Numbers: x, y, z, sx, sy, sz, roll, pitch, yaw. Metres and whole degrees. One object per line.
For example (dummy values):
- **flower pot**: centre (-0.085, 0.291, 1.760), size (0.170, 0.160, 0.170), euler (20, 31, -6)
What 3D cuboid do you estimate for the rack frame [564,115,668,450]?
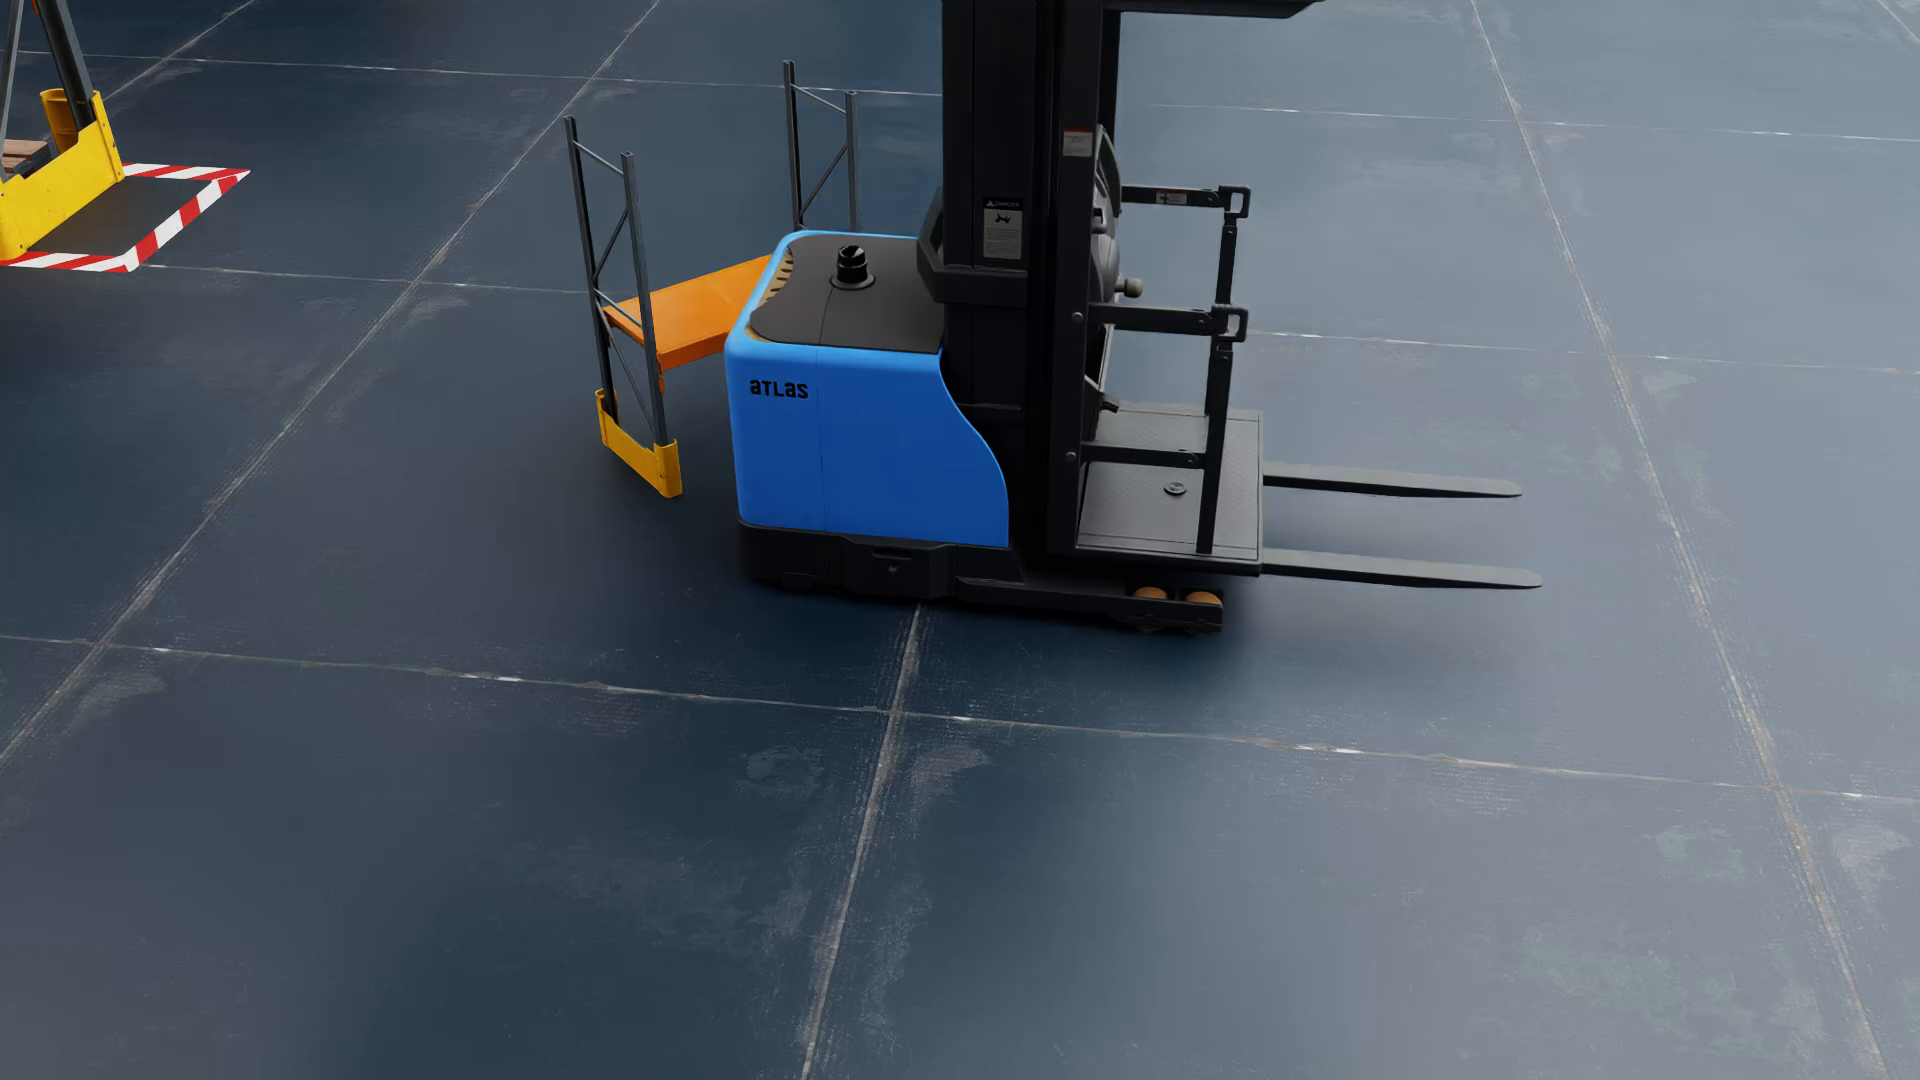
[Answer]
- **rack frame**: centre (-1.379, -0.930, 6.762), size (0.032, 1.500, 0.500), euler (-24, 42, -30)

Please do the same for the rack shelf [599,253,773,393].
- **rack shelf**: centre (-0.979, -0.966, 7.122), size (1.000, 0.185, 0.538), euler (-24, 42, -30)

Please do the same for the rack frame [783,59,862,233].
- **rack frame**: centre (-0.579, -1.295, 7.273), size (0.032, 1.500, 0.500), euler (-24, 42, -30)

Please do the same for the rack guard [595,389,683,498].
- **rack guard**: centre (-1.378, -0.422, 7.126), size (0.087, 0.250, 0.587), euler (-24, 42, -30)

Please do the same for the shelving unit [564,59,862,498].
- **shelving unit**: centre (-0.986, -1.109, 7.013), size (1.083, 1.500, 0.587), euler (-24, 42, -30)

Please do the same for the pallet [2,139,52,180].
- **pallet**: centre (-5.925, -1.975, 9.336), size (1.213, 0.211, 1.003), euler (4, 36, 6)

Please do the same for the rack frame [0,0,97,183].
- **rack frame**: centre (-5.039, -3.069, 8.468), size (0.127, 3.000, 1.000), euler (4, 36, 6)

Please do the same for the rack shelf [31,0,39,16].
- **rack shelf**: centre (-7.023, -2.924, 8.884), size (4.000, 0.370, 1.077), euler (4, 36, 6)

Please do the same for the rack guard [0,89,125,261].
- **rack guard**: centre (-5.120, -2.030, 9.164), size (0.348, 0.500, 1.175), euler (4, 36, 6)

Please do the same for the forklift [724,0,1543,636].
- **forklift**: centre (0.702, -1.165, 5.859), size (3.031, 2.935, 1.130), euler (5, 36, 7)
